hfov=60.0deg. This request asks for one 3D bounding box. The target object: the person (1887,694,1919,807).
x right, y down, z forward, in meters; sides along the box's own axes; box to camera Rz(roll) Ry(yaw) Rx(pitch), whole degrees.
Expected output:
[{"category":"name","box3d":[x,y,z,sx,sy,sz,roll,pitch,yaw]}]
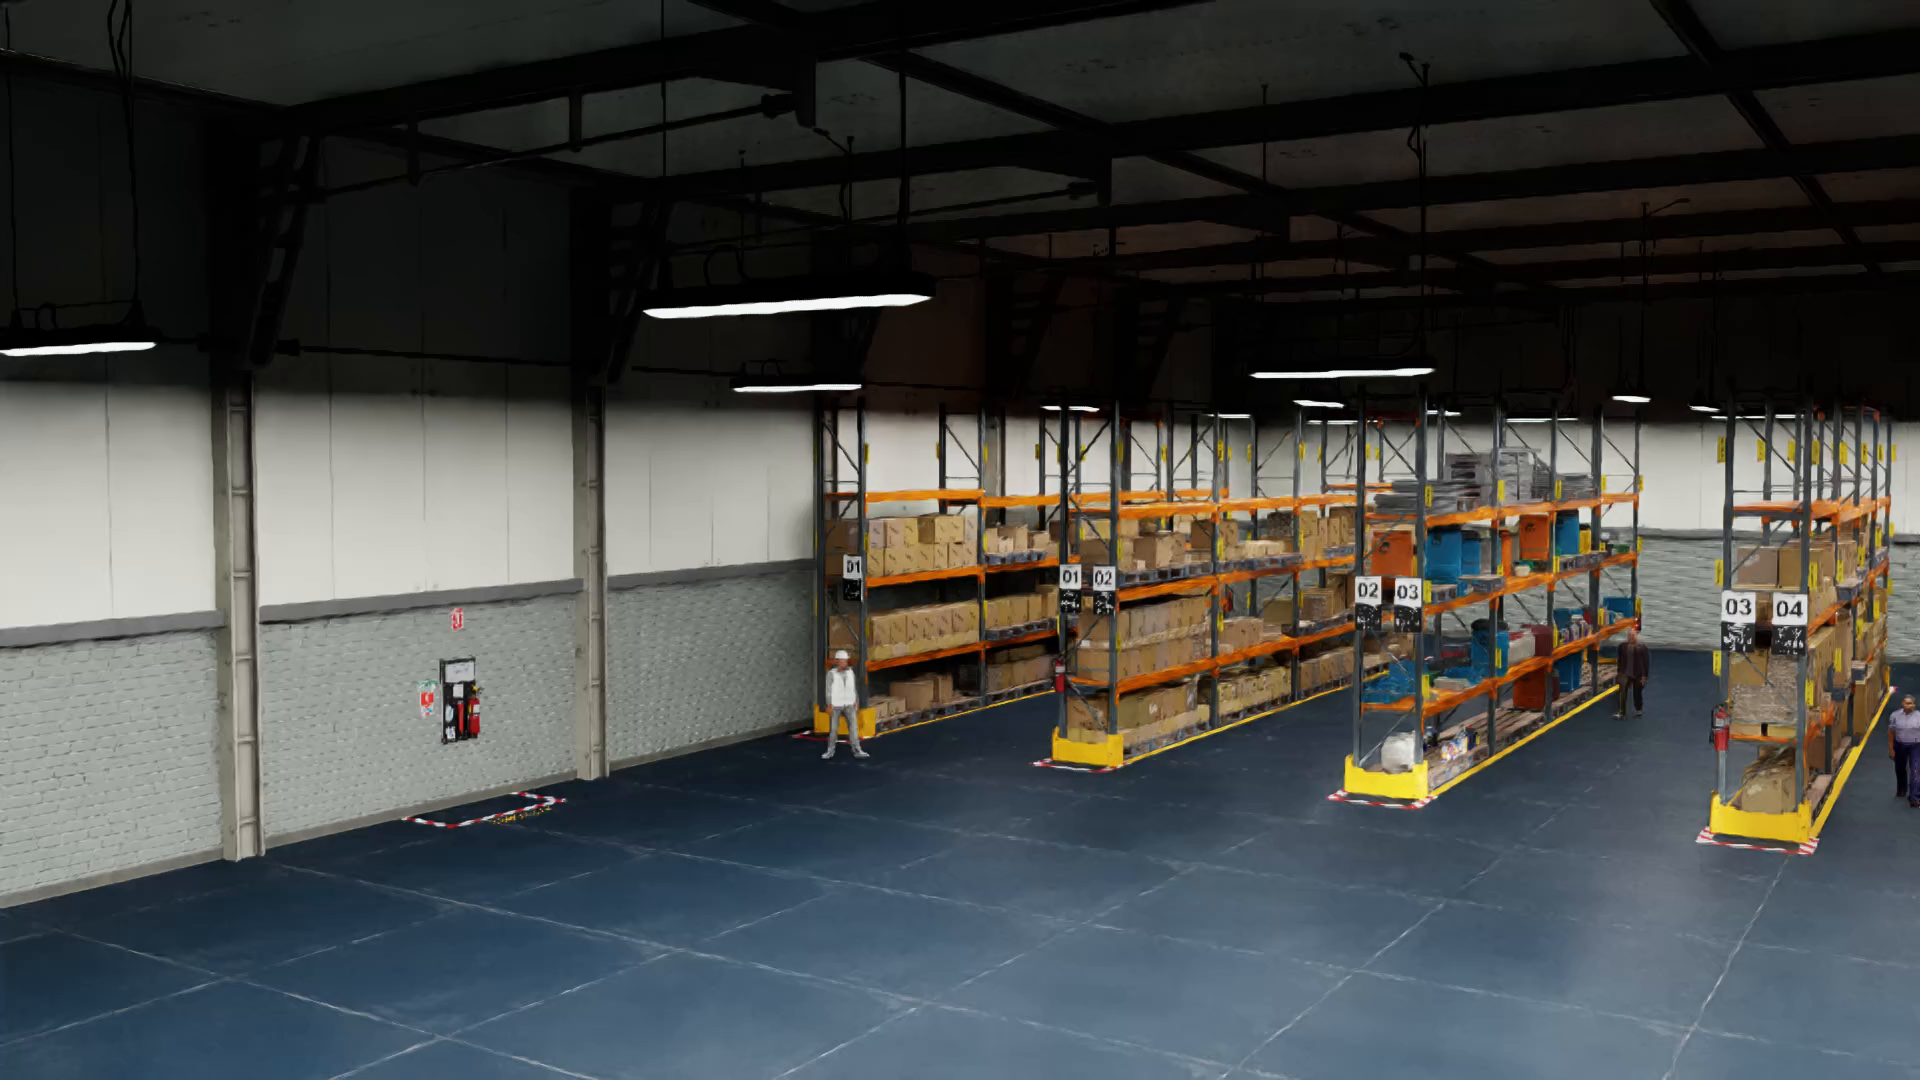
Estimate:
[{"category":"person","box3d":[13.473,2.961,23.675,0.479,1.567,1.090,2,4,35]}]

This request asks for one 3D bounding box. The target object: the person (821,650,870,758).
[{"category":"person","box3d":[-1.896,2.678,27.168,0.723,1.767,0.528,-1,3,-24]}]

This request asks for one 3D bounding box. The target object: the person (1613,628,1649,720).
[{"category":"person","box3d":[12.587,2.499,31.145,0.588,1.700,1.190,2,3,30]}]
